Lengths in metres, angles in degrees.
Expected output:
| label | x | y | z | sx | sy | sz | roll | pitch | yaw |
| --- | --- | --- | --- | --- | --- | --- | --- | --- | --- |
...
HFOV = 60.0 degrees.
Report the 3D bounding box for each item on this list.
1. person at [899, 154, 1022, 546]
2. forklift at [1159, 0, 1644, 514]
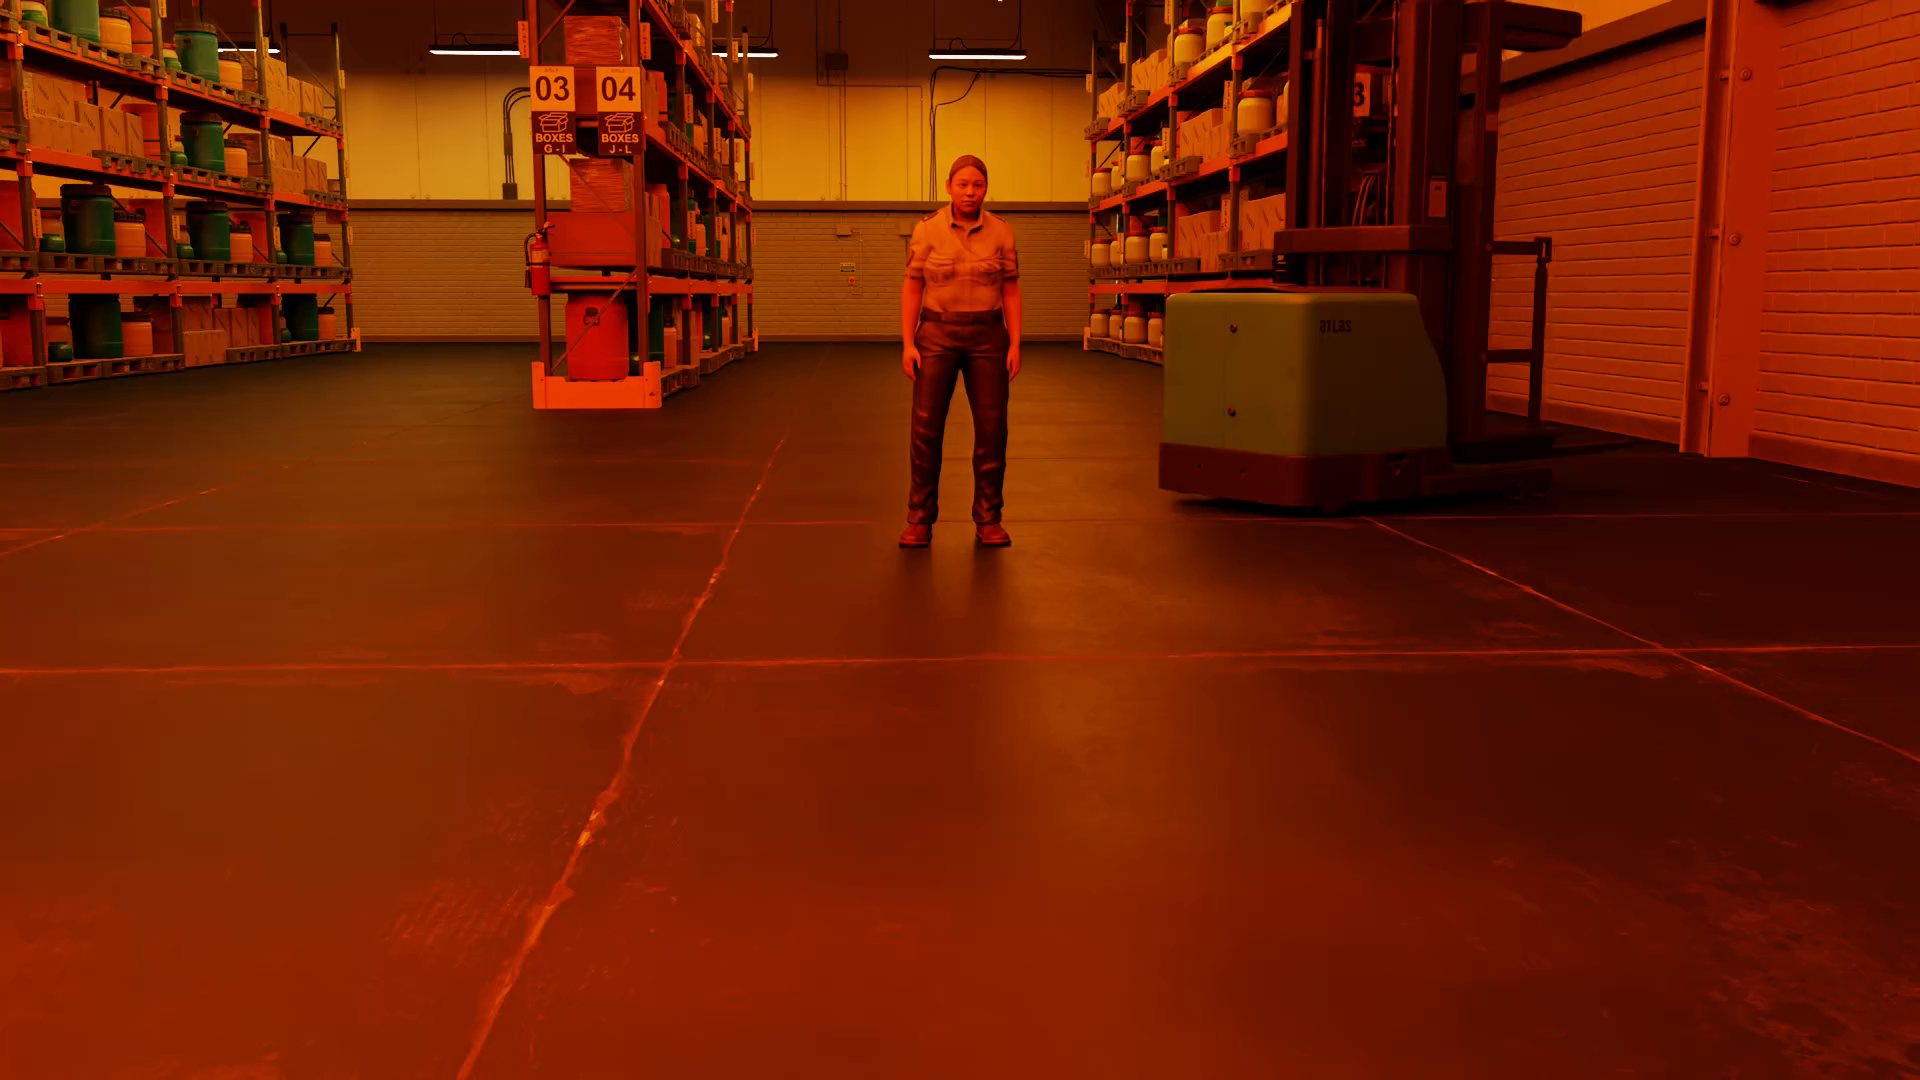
| label | x | y | z | sx | sy | sz | roll | pitch | yaw |
| --- | --- | --- | --- | --- | --- | --- | --- | --- | --- |
| person | 0.000 | -0.809 | 7.160 | 0.546 | 1.648 | 0.373 | -1 | 8 | -5 |
| forklift | 2.536 | -1.716 | 8.889 | 3.031 | 2.935 | 1.130 | -6 | 10 | -34 |
